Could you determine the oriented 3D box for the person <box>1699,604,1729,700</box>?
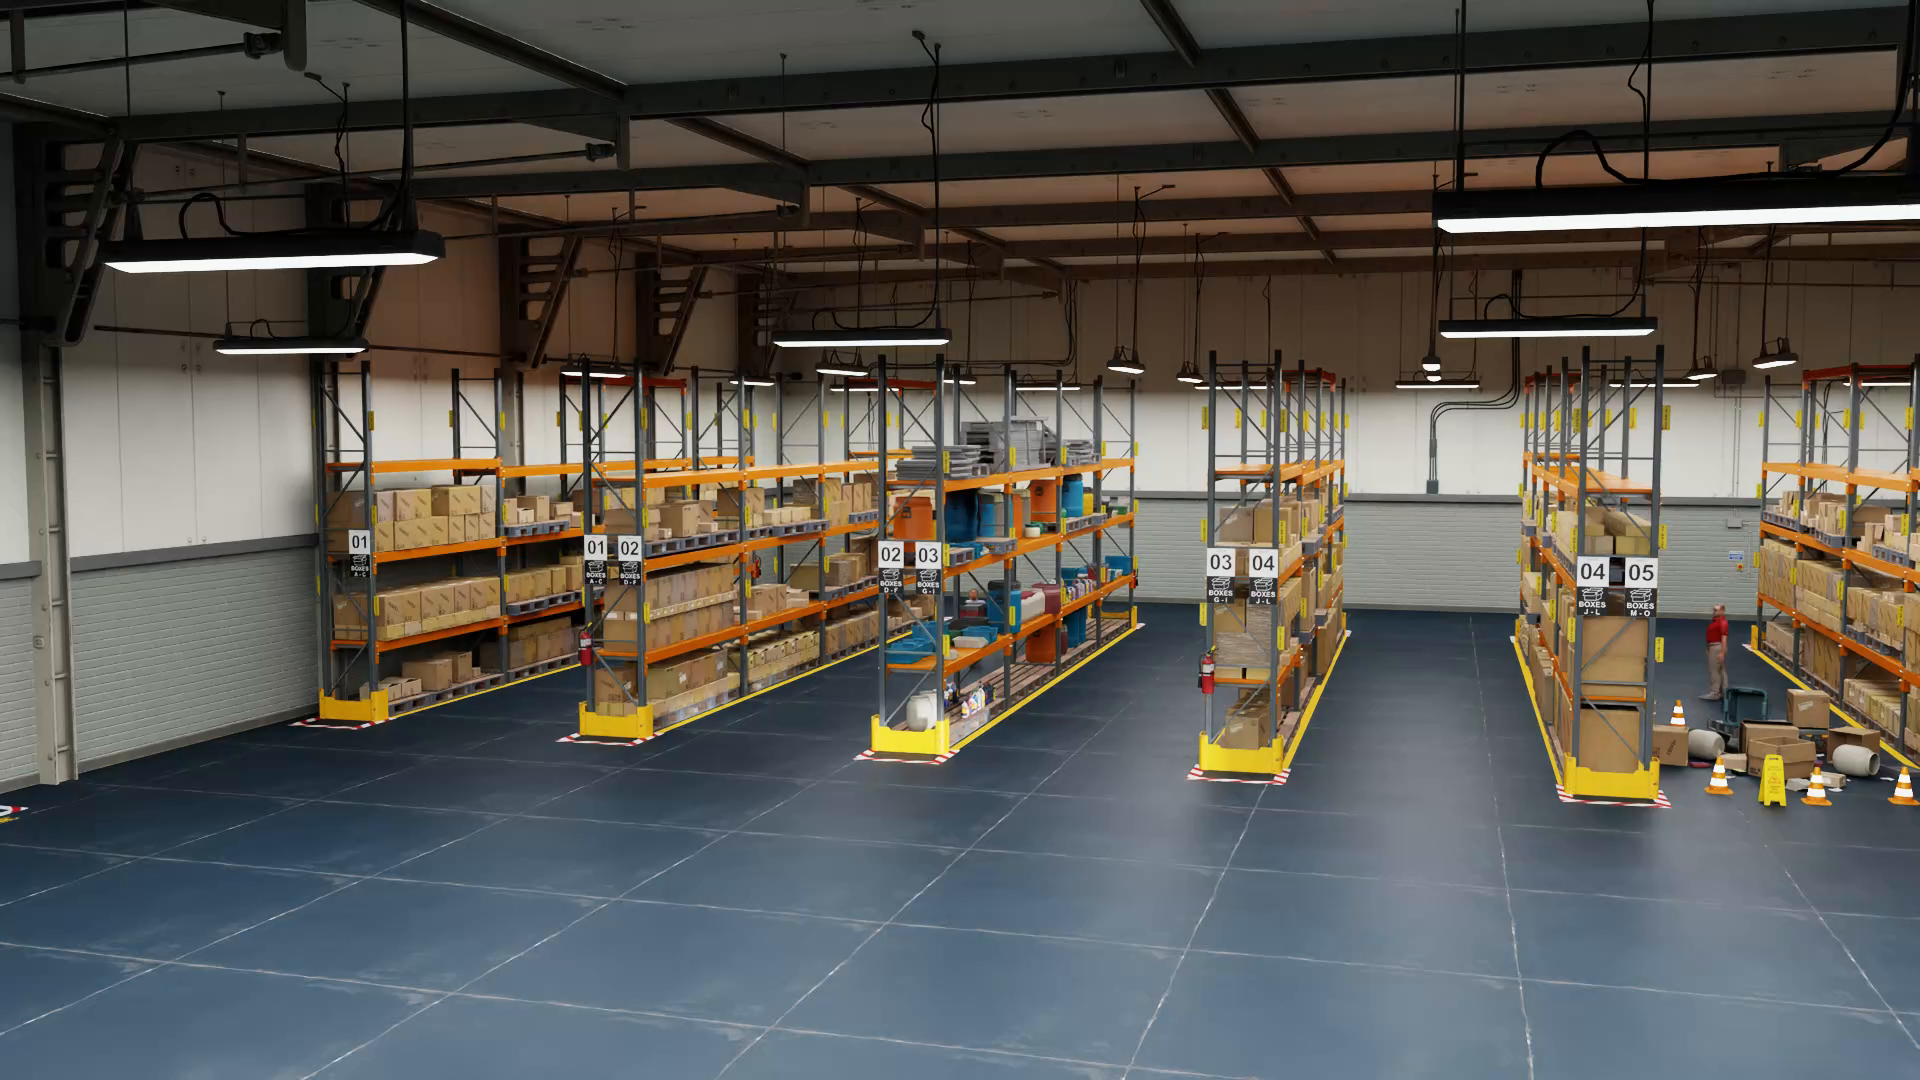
[{"bbox_3d":[13.627,2.009,29.945,0.476,1.726,0.565,3,5,33],"label":"person"}]

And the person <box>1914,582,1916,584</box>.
[{"bbox_3d":[22.350,1.367,39.166,0.825,1.644,0.520,1,4,8],"label":"person"}]

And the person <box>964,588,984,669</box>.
[{"bbox_3d":[0.255,1.823,33.926,0.486,1.513,0.943,1,4,20],"label":"person"}]
